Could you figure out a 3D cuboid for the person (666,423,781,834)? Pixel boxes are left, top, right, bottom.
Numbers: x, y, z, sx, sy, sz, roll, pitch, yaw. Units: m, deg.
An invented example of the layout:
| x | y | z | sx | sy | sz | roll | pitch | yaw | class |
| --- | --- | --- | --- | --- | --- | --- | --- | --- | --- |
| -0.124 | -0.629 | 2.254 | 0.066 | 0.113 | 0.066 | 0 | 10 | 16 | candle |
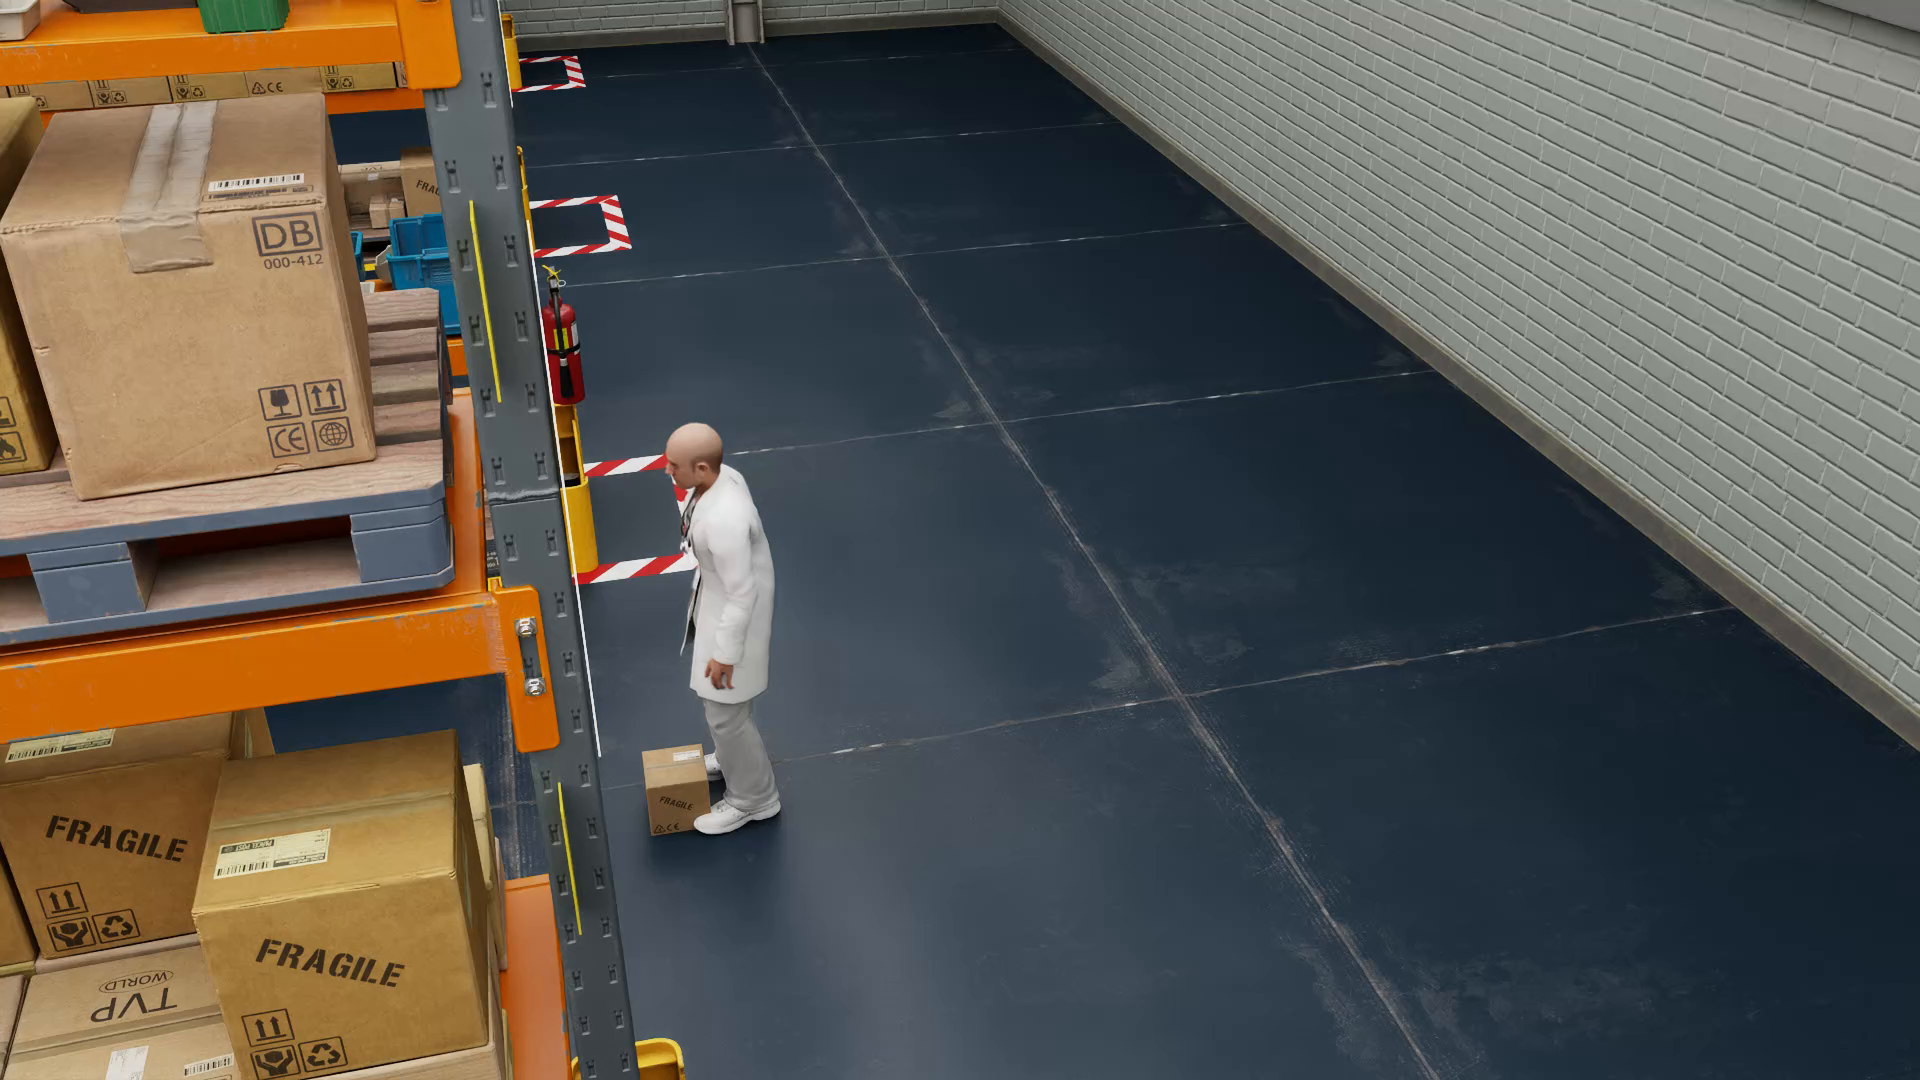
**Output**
| x | y | z | sx | sy | sz | roll | pitch | yaw | class |
| --- | --- | --- | --- | --- | --- | --- | --- | --- | --- |
| -0.937 | 0.333 | 6.565 | 0.422 | 1.775 | 0.643 | -8 | 31 | -13 | person |
